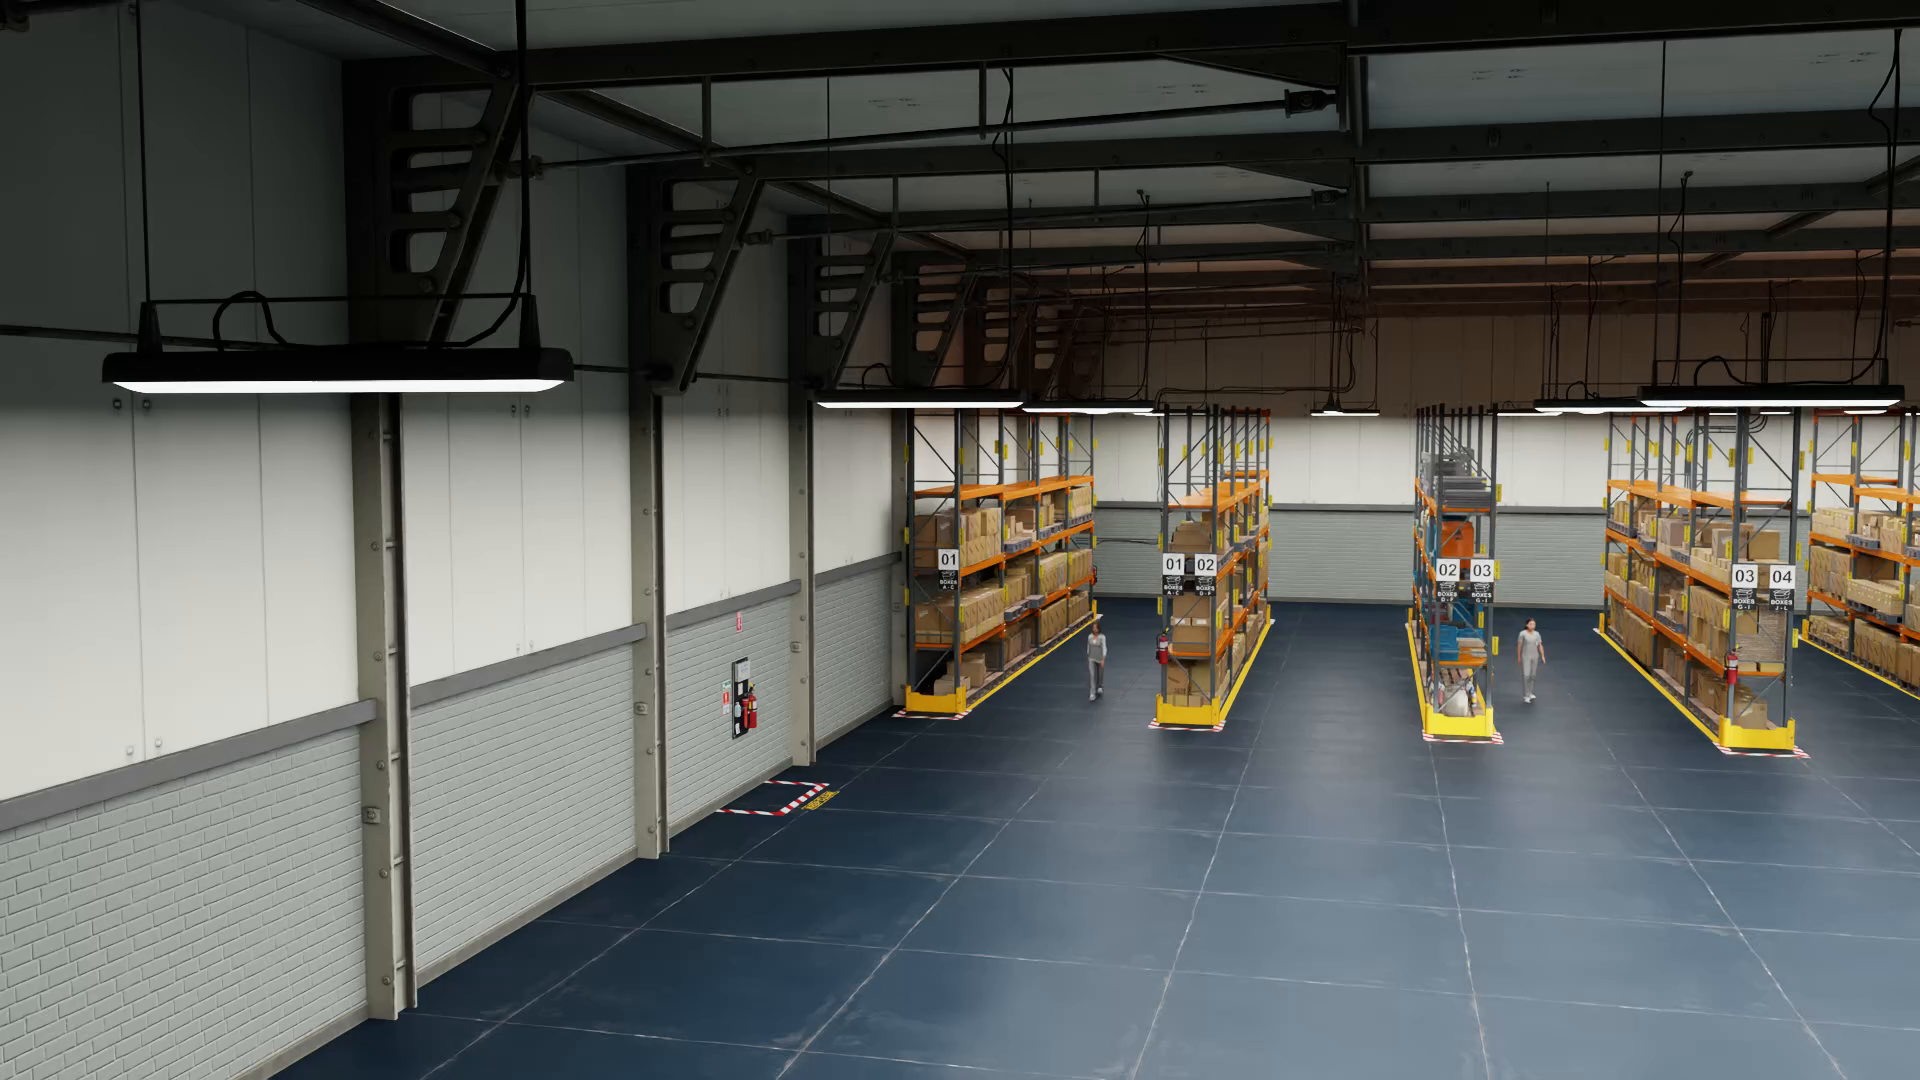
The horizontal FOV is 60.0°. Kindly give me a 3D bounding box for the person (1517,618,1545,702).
[{"bbox_3d":[11.615,2.454,33.845,0.492,1.716,0.530,0,4,-5],"label":"person"}]

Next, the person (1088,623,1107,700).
[{"bbox_3d":[2.808,2.462,34.023,0.393,1.529,1.009,0,4,5],"label":"person"}]
